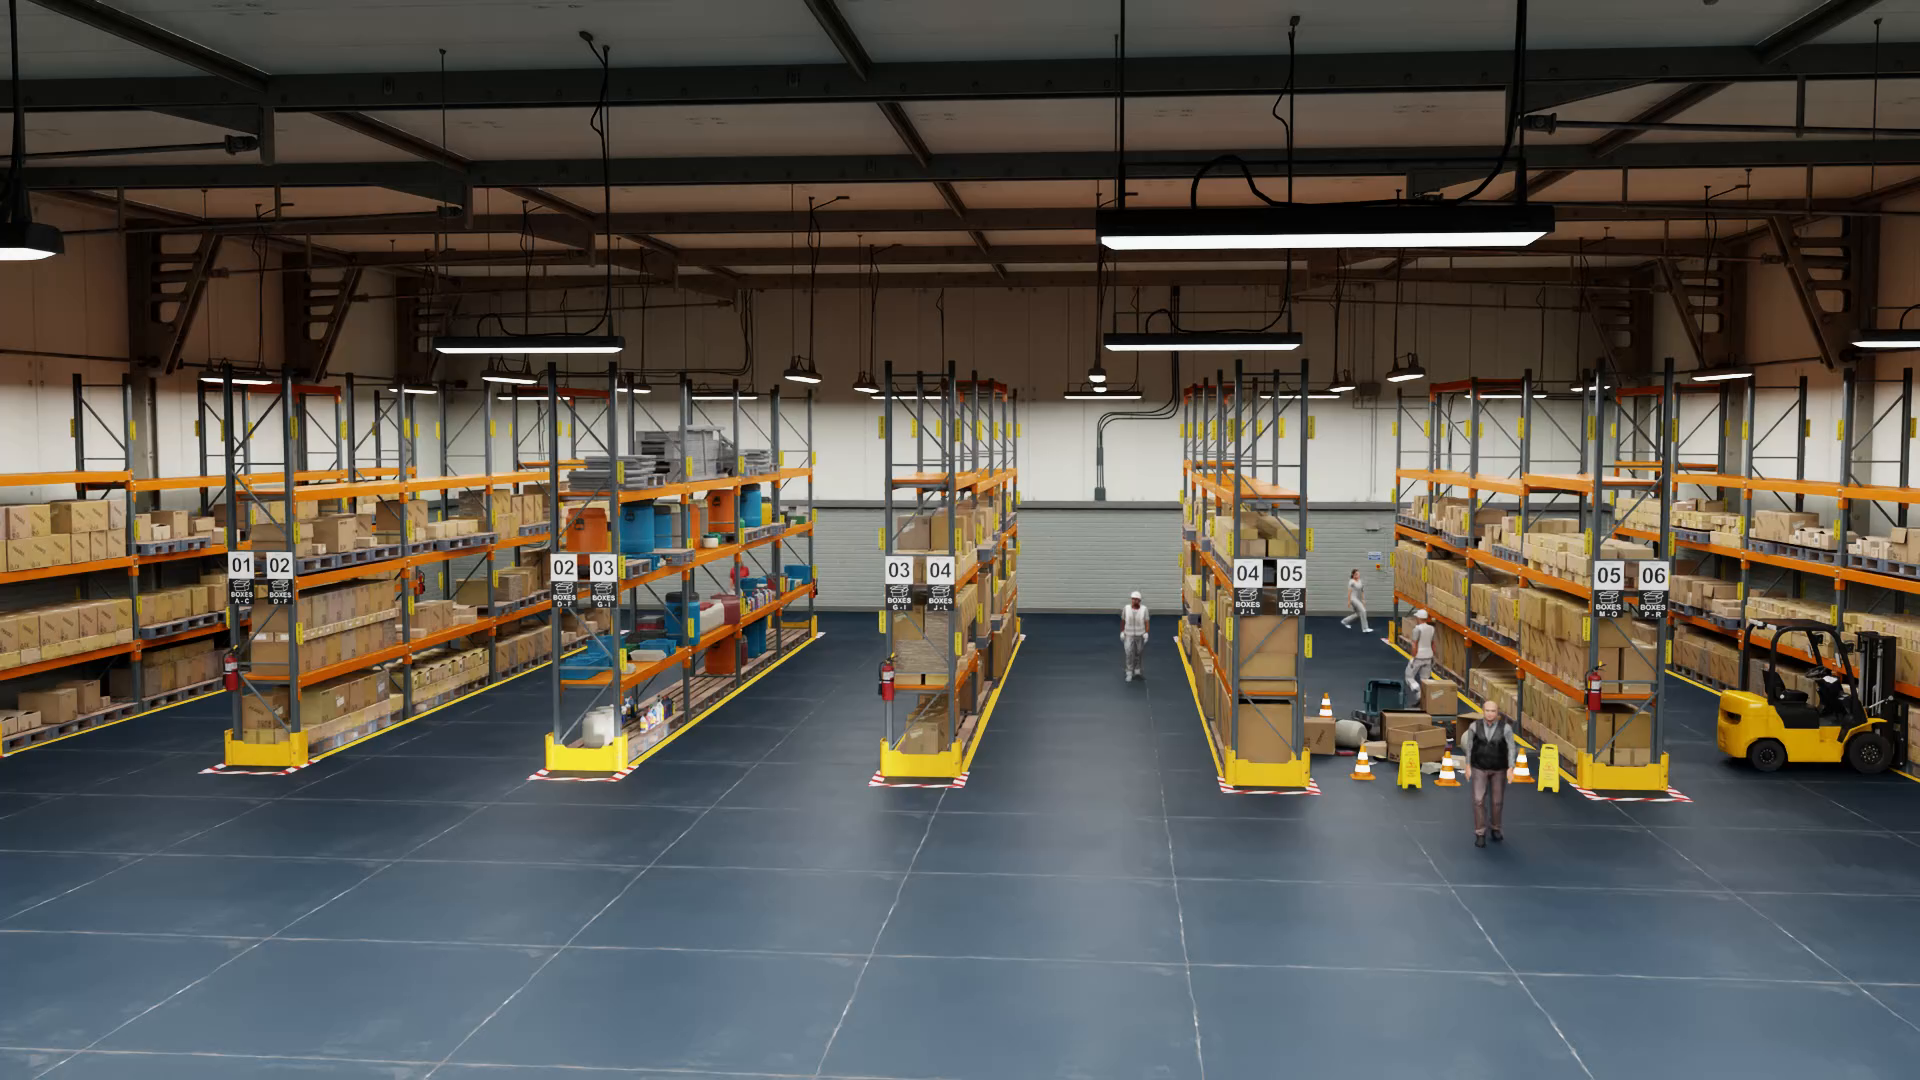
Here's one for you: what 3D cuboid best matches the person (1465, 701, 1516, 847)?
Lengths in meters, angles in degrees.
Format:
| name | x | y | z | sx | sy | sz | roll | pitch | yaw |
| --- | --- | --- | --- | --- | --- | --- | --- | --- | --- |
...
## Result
| name | x | y | z | sx | sy | sz | roll | pitch | yaw |
| --- | --- | --- | --- | --- | --- | --- | --- | --- | --- |
| person | 6.443 | 2.824 | 20.205 | 0.591 | 1.748 | 0.632 | 1 | 4 | 21 |

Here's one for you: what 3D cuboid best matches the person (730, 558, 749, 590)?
| name | x | y | z | sx | sy | sz | roll | pitch | yaw |
| --- | --- | --- | --- | --- | --- | --- | --- | --- | --- |
| person | -5.792 | 1.283 | 43.509 | 0.537 | 1.687 | 0.879 | -4 | 5 | -44 |

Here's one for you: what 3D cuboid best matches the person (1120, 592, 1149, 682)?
| name | x | y | z | sx | sy | sz | roll | pitch | yaw |
| --- | --- | --- | --- | --- | --- | --- | --- | --- | --- |
| person | 3.522 | 1.916 | 33.489 | 0.580 | 1.750 | 0.982 | 0 | 4 | 5 |

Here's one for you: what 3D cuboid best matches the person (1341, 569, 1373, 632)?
| name | x | y | z | sx | sy | sz | roll | pitch | yaw |
| --- | --- | --- | --- | --- | --- | --- | --- | --- | --- |
| person | 9.885 | 1.492 | 41.435 | 0.439 | 1.567 | 0.982 | -3 | 5 | -39 |

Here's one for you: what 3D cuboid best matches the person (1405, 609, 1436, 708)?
| name | x | y | z | sx | sy | sz | roll | pitch | yaw |
| --- | --- | --- | --- | --- | --- | --- | --- | --- | --- |
| person | 8.314 | 2.142 | 29.889 | 0.602 | 1.791 | 0.467 | -2 | 4 | -27 |
